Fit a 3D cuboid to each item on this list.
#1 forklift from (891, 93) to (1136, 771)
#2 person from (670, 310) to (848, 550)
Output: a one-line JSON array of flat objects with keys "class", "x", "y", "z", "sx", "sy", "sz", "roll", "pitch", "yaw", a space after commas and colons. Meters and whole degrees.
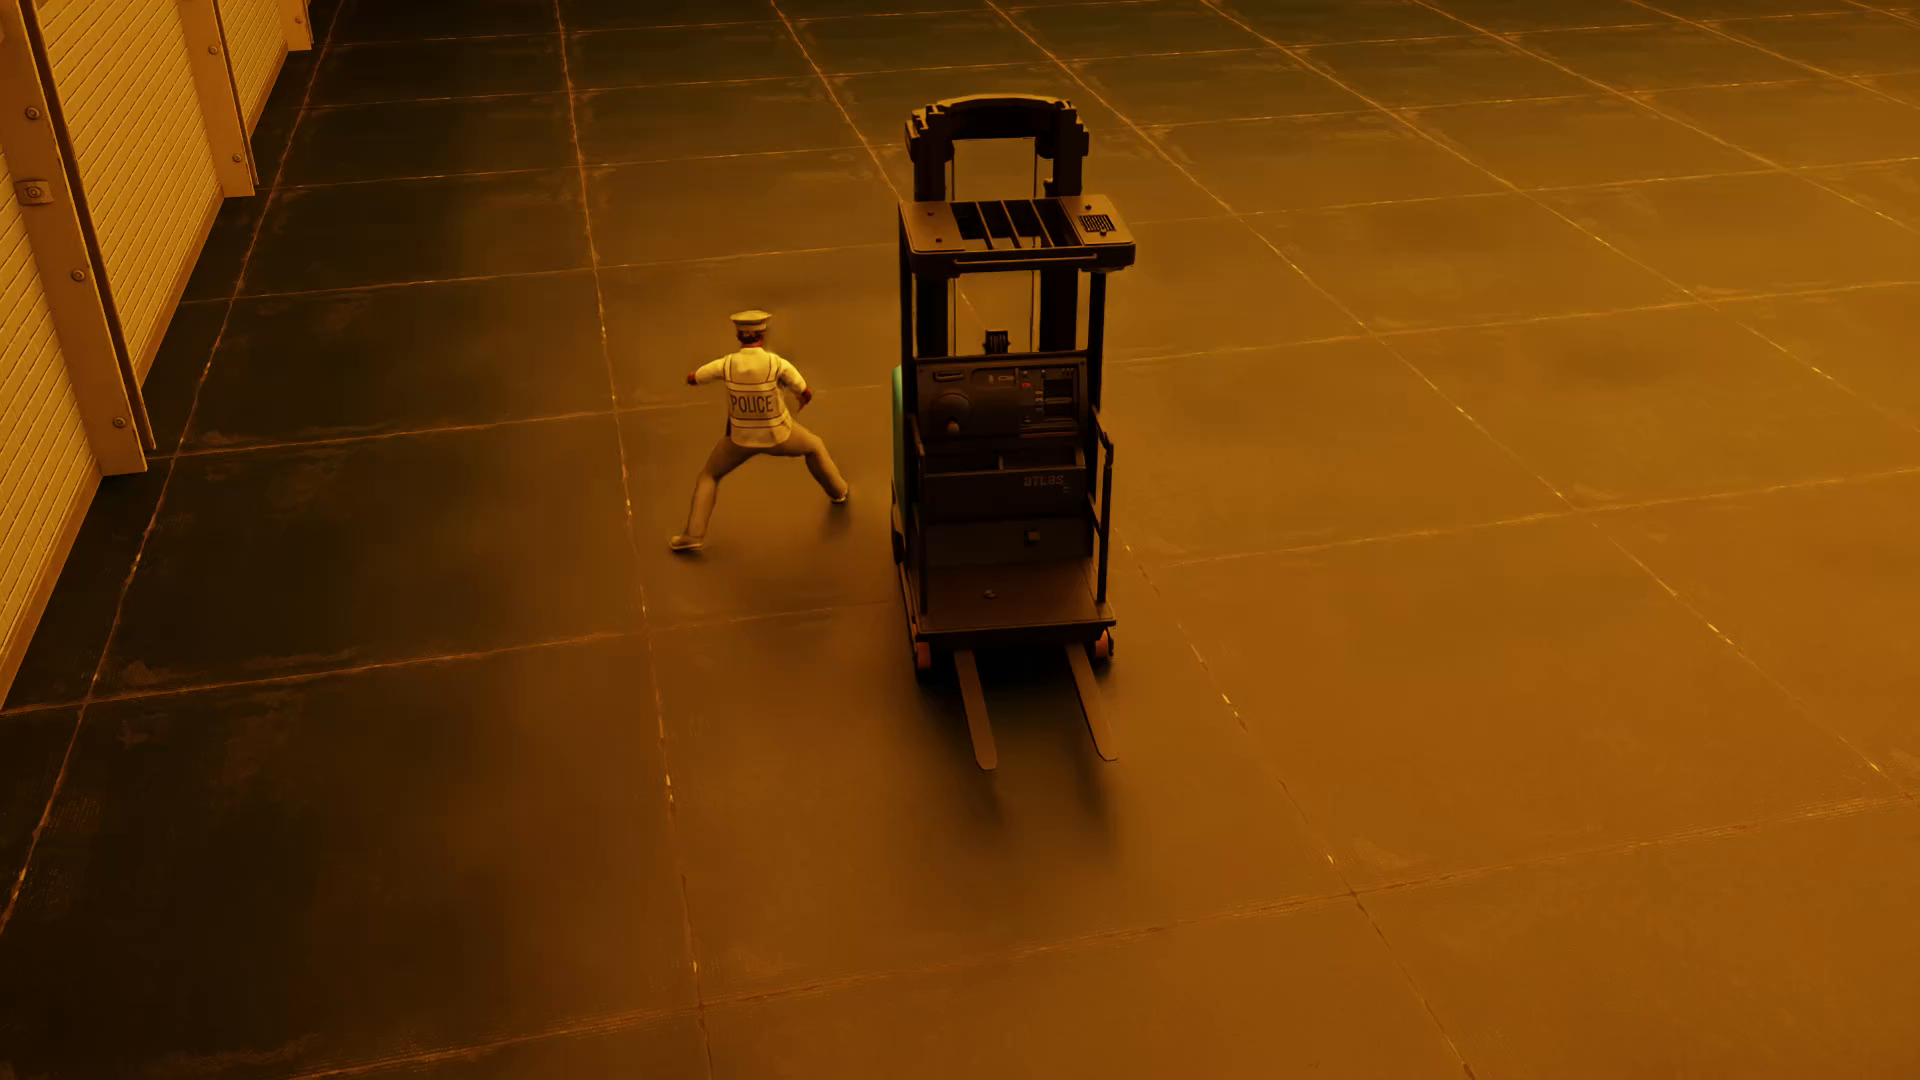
[{"class": "forklift", "x": 0.258, "y": -0.726, "z": 8.828, "sx": 1.130, "sy": 2.935, "sz": 3.031, "roll": -4, "pitch": 30, "yaw": -6}, {"class": "person", "x": -1.280, "y": -0.750, "z": 10.349, "sx": 1.078, "sy": 1.484, "sz": 0.955, "roll": 0, "pitch": 30, "yaw": 0}]
